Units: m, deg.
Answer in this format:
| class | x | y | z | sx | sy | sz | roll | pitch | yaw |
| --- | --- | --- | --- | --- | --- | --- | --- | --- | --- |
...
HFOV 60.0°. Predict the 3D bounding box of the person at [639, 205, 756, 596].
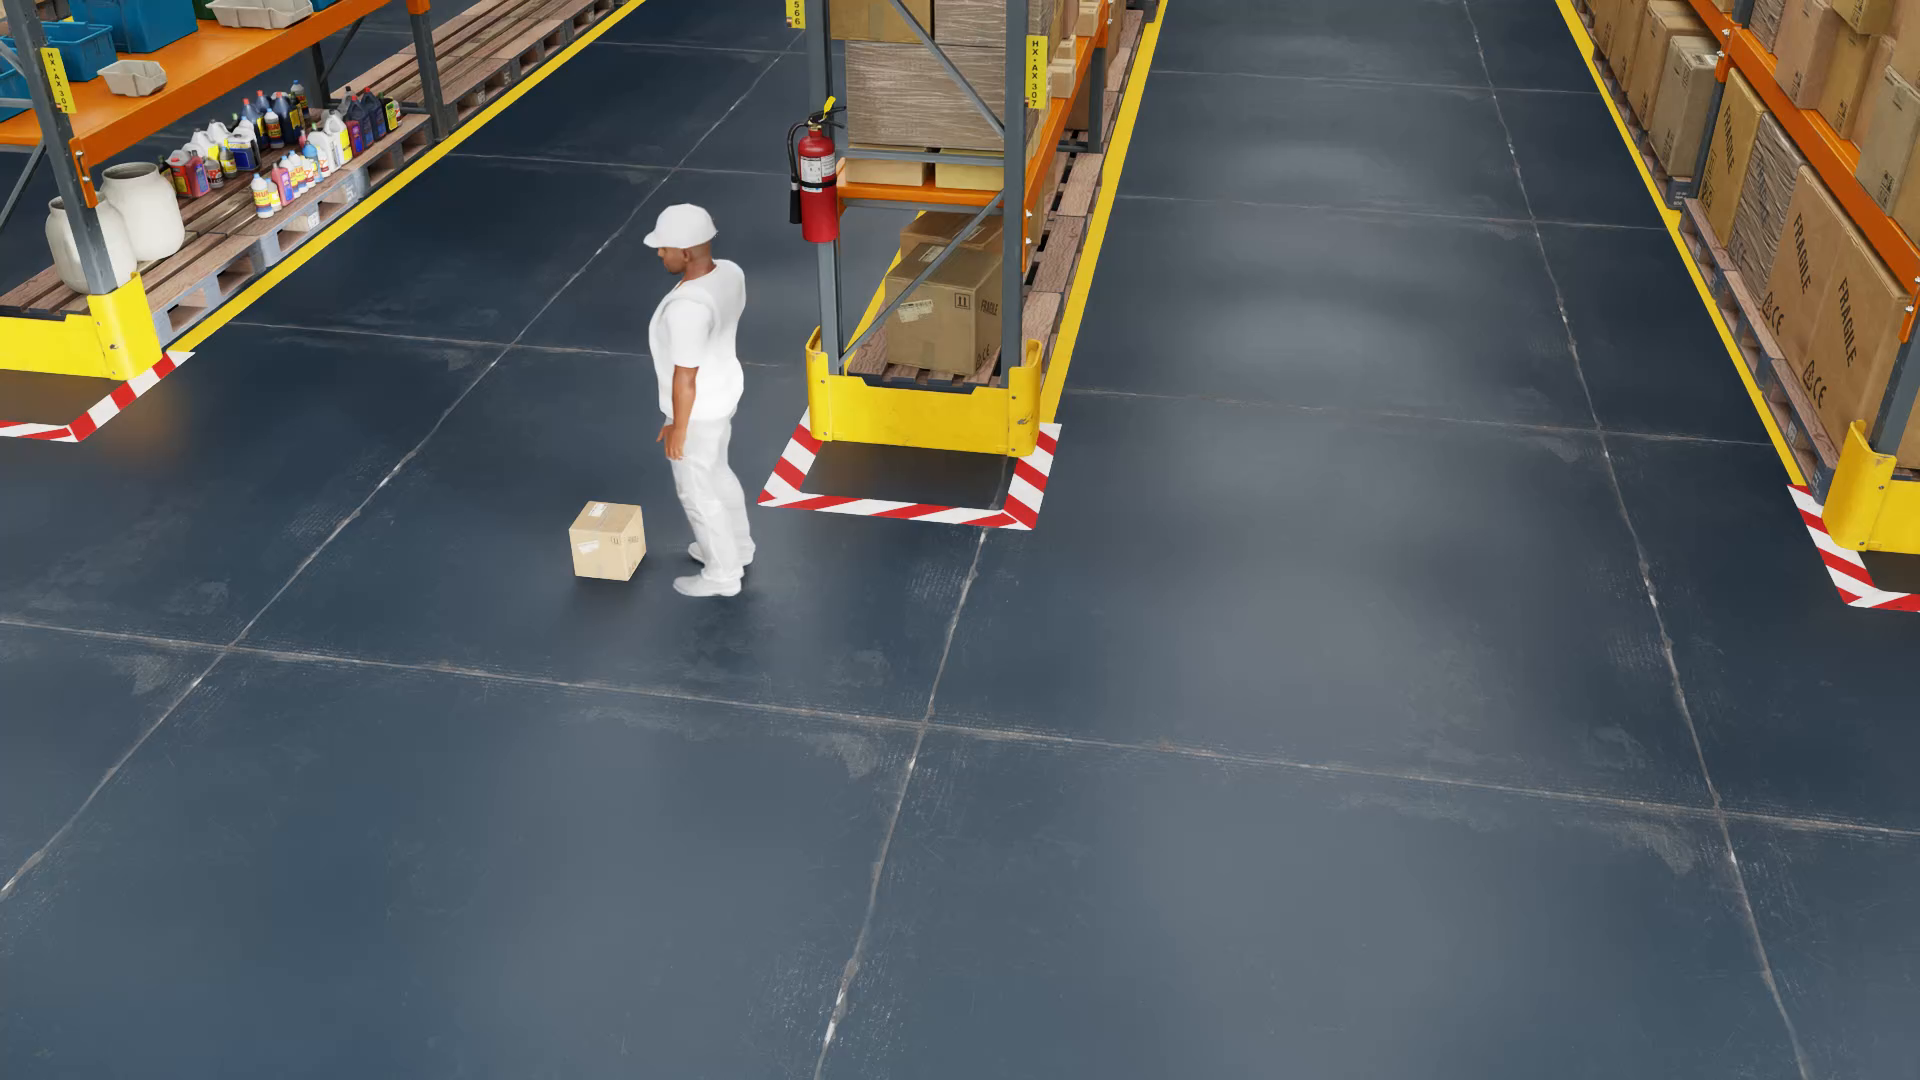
| class | x | y | z | sx | sy | sz | roll | pitch | yaw |
| --- | --- | --- | --- | --- | --- | --- | --- | --- | --- |
| person | -1.098 | -0.575 | 7.039 | 0.373 | 1.761 | 0.570 | 6 | 33 | 9 |
